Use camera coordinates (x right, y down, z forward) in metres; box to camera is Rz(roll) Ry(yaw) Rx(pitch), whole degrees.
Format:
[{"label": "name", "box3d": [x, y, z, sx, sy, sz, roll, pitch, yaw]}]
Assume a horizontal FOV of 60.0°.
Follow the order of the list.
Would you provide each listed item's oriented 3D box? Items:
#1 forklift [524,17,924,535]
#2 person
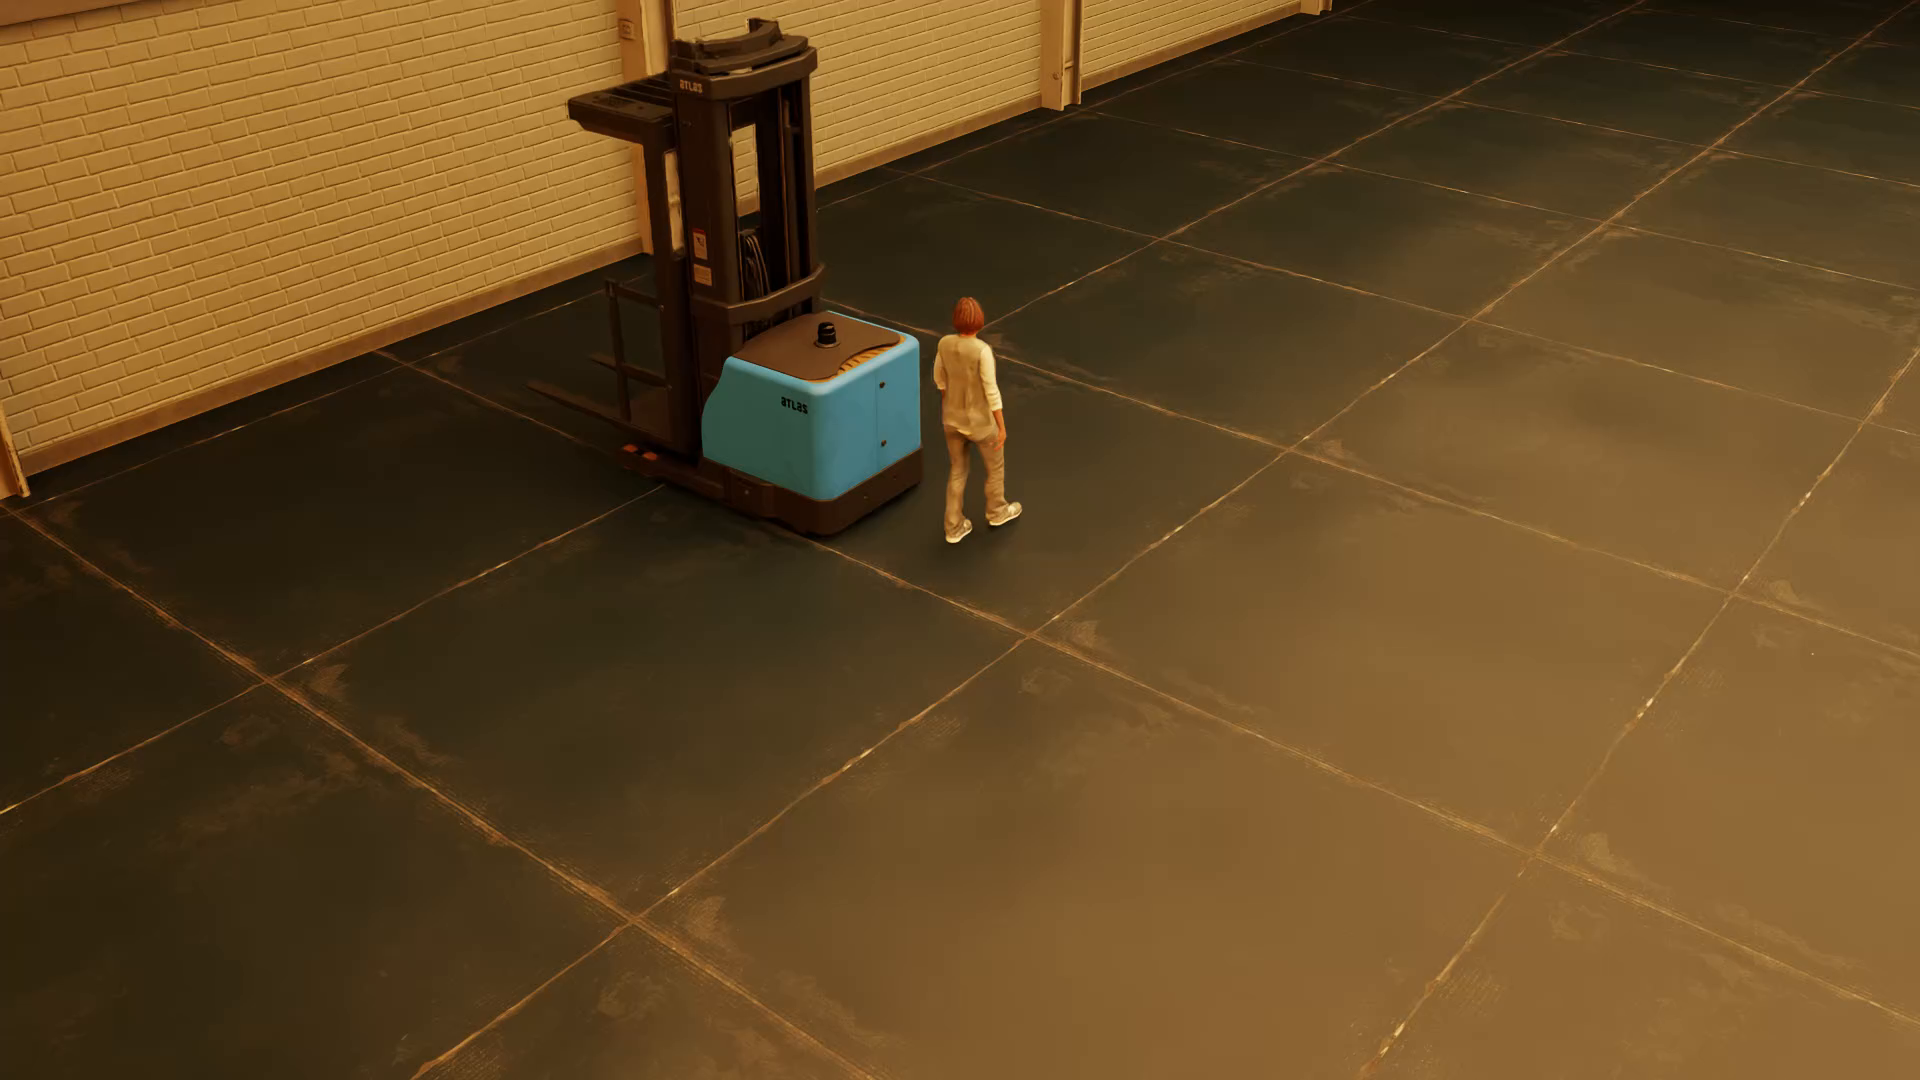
[{"label": "forklift", "box3d": [-1.729, -1.881, 10.813, 3.031, 2.935, 1.130, 20, 36, 31]}, {"label": "person", "box3d": [0.097, -0.767, 10.256, 0.573, 1.576, 0.621, 18, 35, 28]}]
